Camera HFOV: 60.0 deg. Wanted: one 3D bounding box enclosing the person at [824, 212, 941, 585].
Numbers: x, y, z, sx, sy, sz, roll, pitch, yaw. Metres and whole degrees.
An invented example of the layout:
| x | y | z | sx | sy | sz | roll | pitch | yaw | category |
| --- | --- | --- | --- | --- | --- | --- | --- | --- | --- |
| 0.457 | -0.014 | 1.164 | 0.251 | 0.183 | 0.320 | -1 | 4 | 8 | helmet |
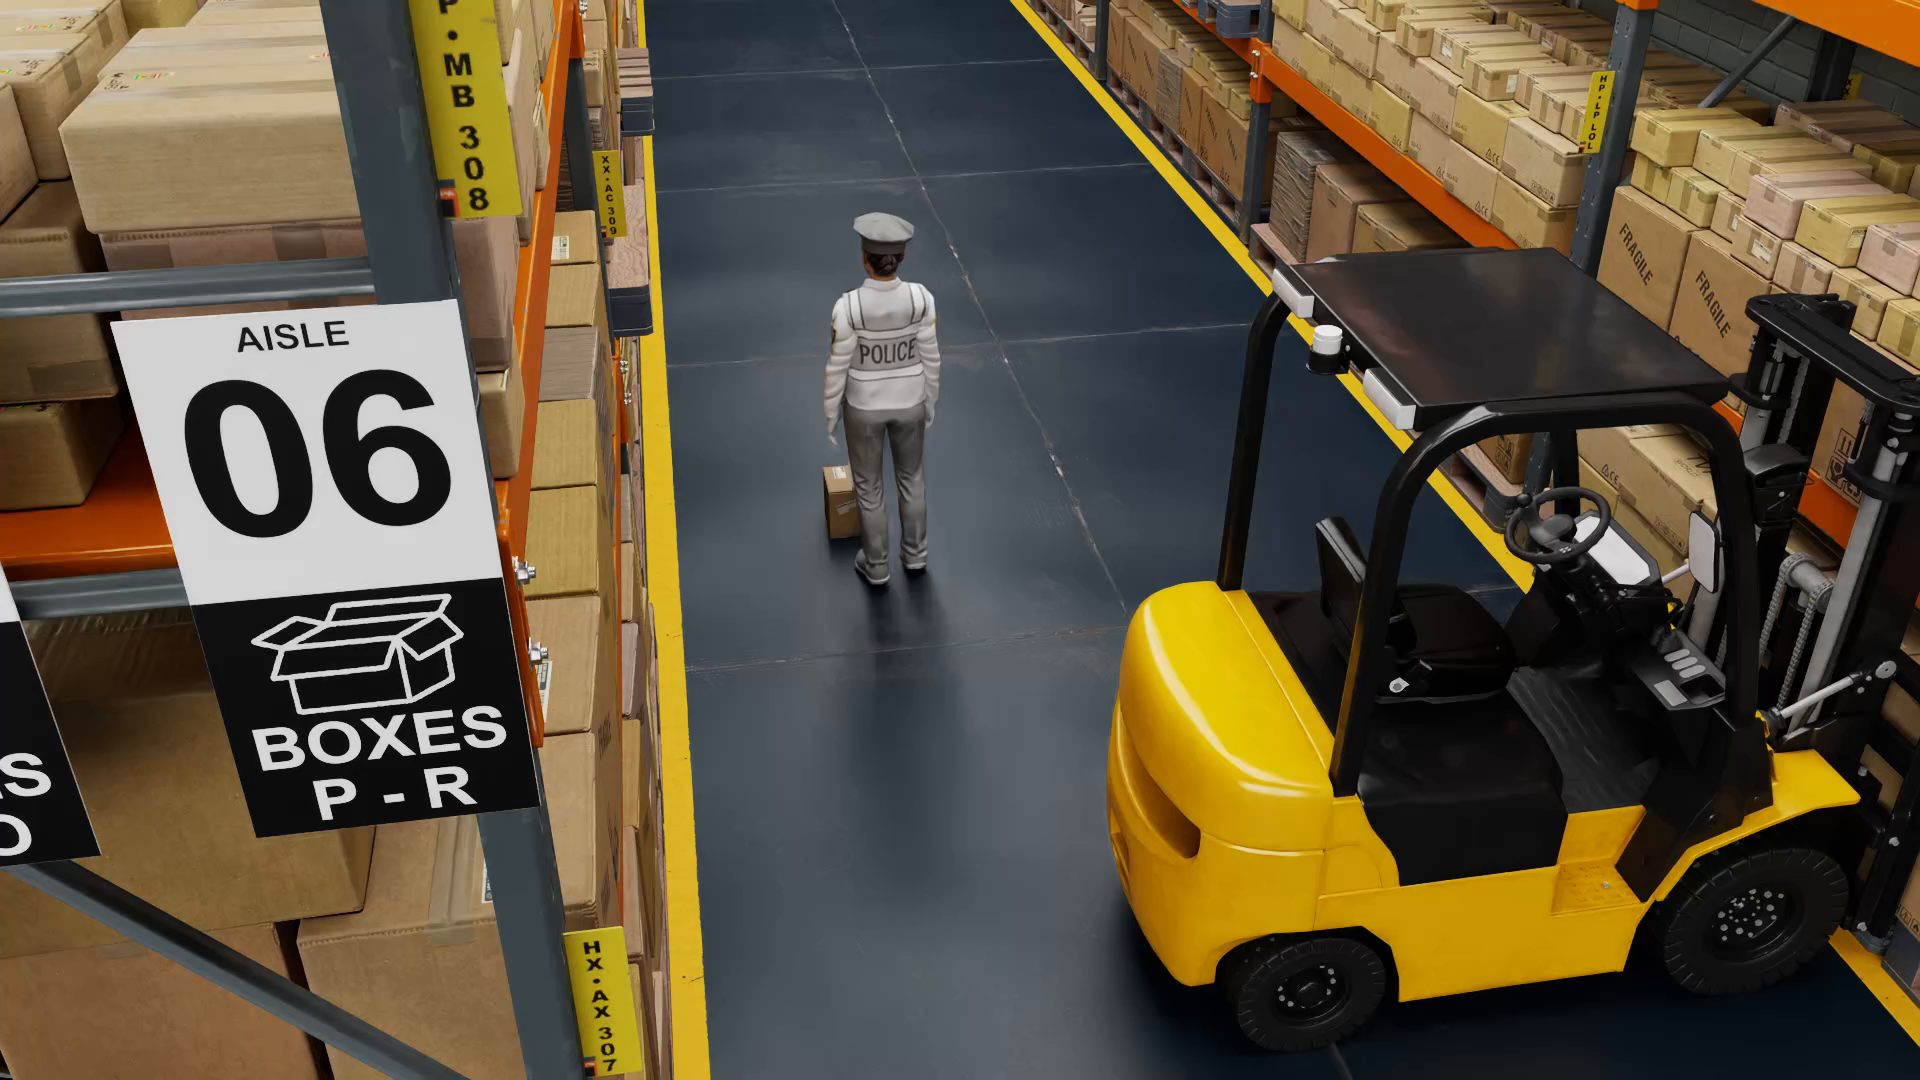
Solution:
| x | y | z | sx | sy | sz | roll | pitch | yaw | category |
| --- | --- | --- | --- | --- | --- | --- | --- | --- | --- |
| -0.344 | -0.553 | 7.067 | 0.500 | 1.719 | 0.387 | -9 | 32 | -14 | person |
